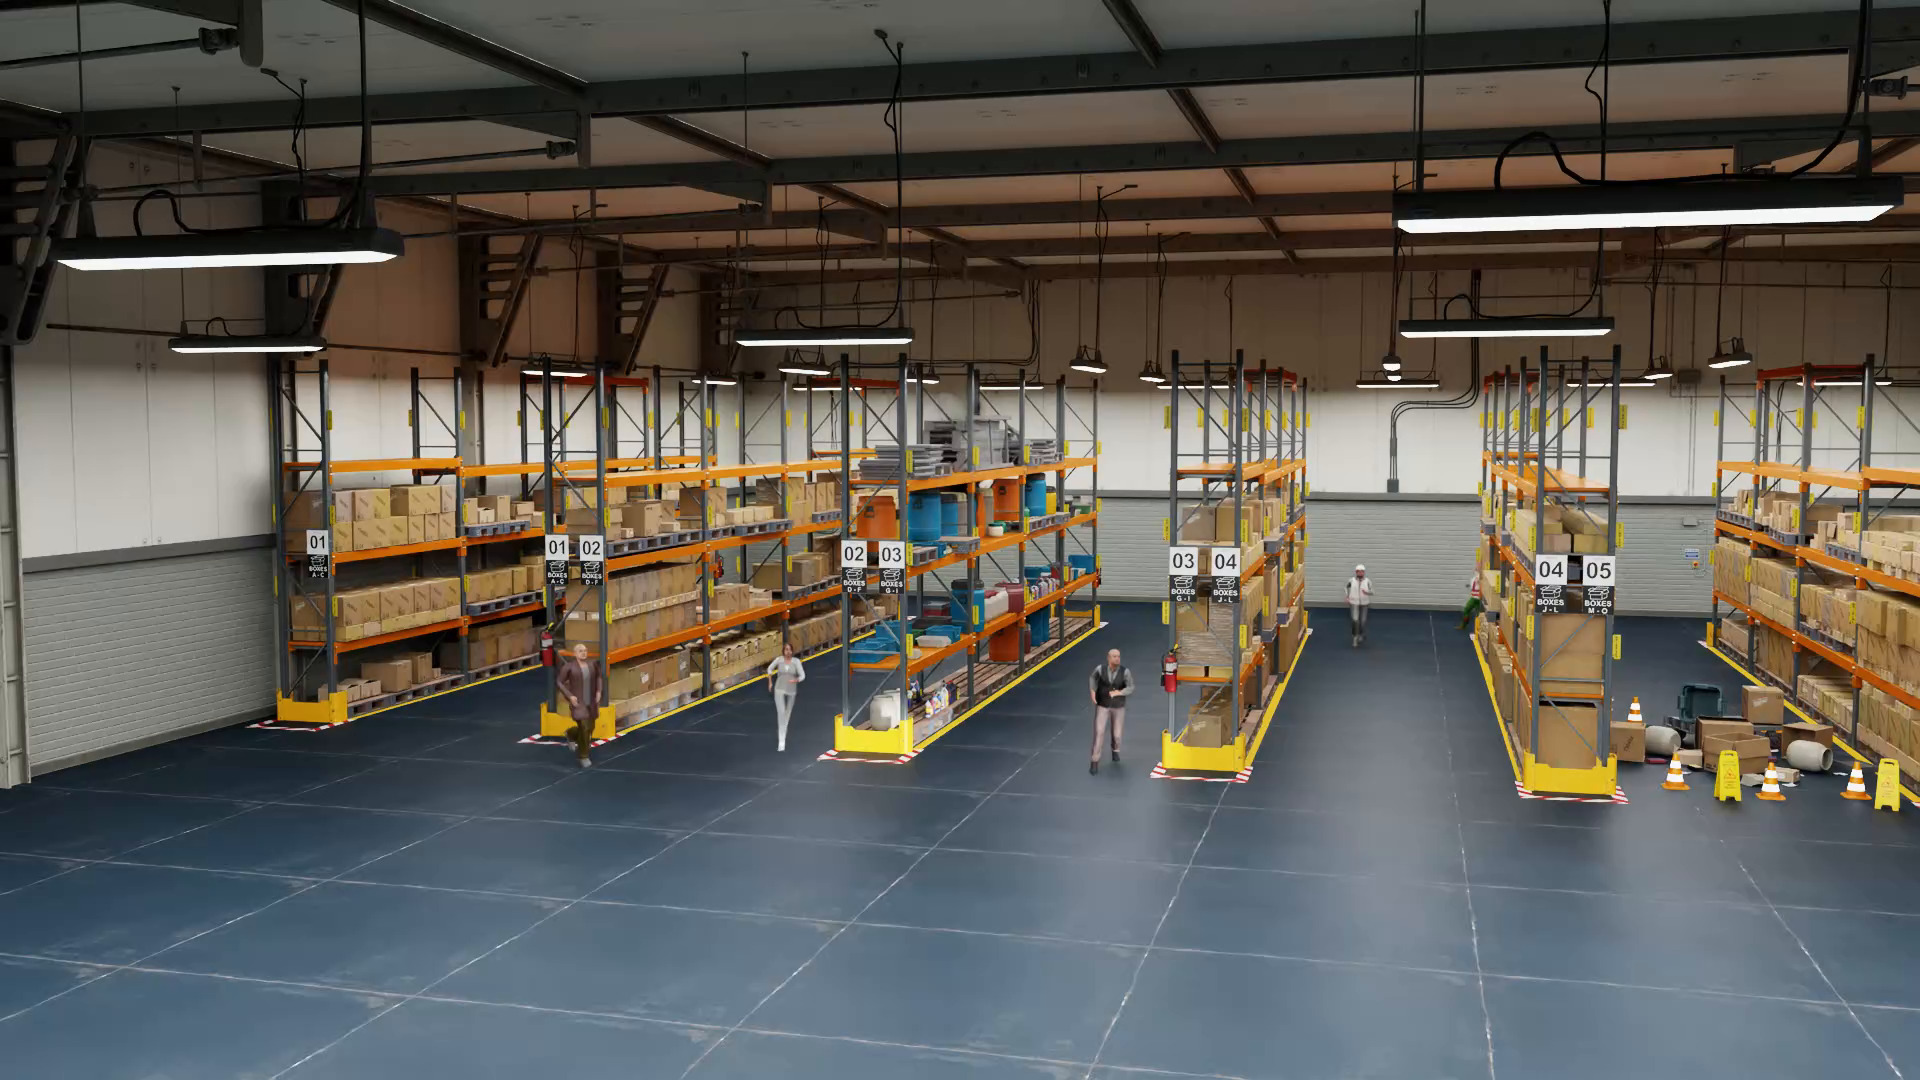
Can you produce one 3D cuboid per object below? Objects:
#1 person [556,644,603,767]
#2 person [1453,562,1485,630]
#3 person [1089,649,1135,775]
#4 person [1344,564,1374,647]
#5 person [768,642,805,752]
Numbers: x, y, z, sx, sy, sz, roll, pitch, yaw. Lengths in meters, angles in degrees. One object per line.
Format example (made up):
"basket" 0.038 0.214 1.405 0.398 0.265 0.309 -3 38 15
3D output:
"person" -5.562 2.386 24.300 0.725 1.773 0.765 -4 5 -41
"person" 12.172 1.304 39.389 0.953 1.705 0.844 2 5 30
"person" 2.184 2.428 23.892 0.661 1.727 0.956 0 4 5
"person" 8.885 1.462 37.025 0.629 1.839 0.771 0 4 6
"person" -2.652 2.368 25.464 0.534 1.625 0.764 -1 4 -15
